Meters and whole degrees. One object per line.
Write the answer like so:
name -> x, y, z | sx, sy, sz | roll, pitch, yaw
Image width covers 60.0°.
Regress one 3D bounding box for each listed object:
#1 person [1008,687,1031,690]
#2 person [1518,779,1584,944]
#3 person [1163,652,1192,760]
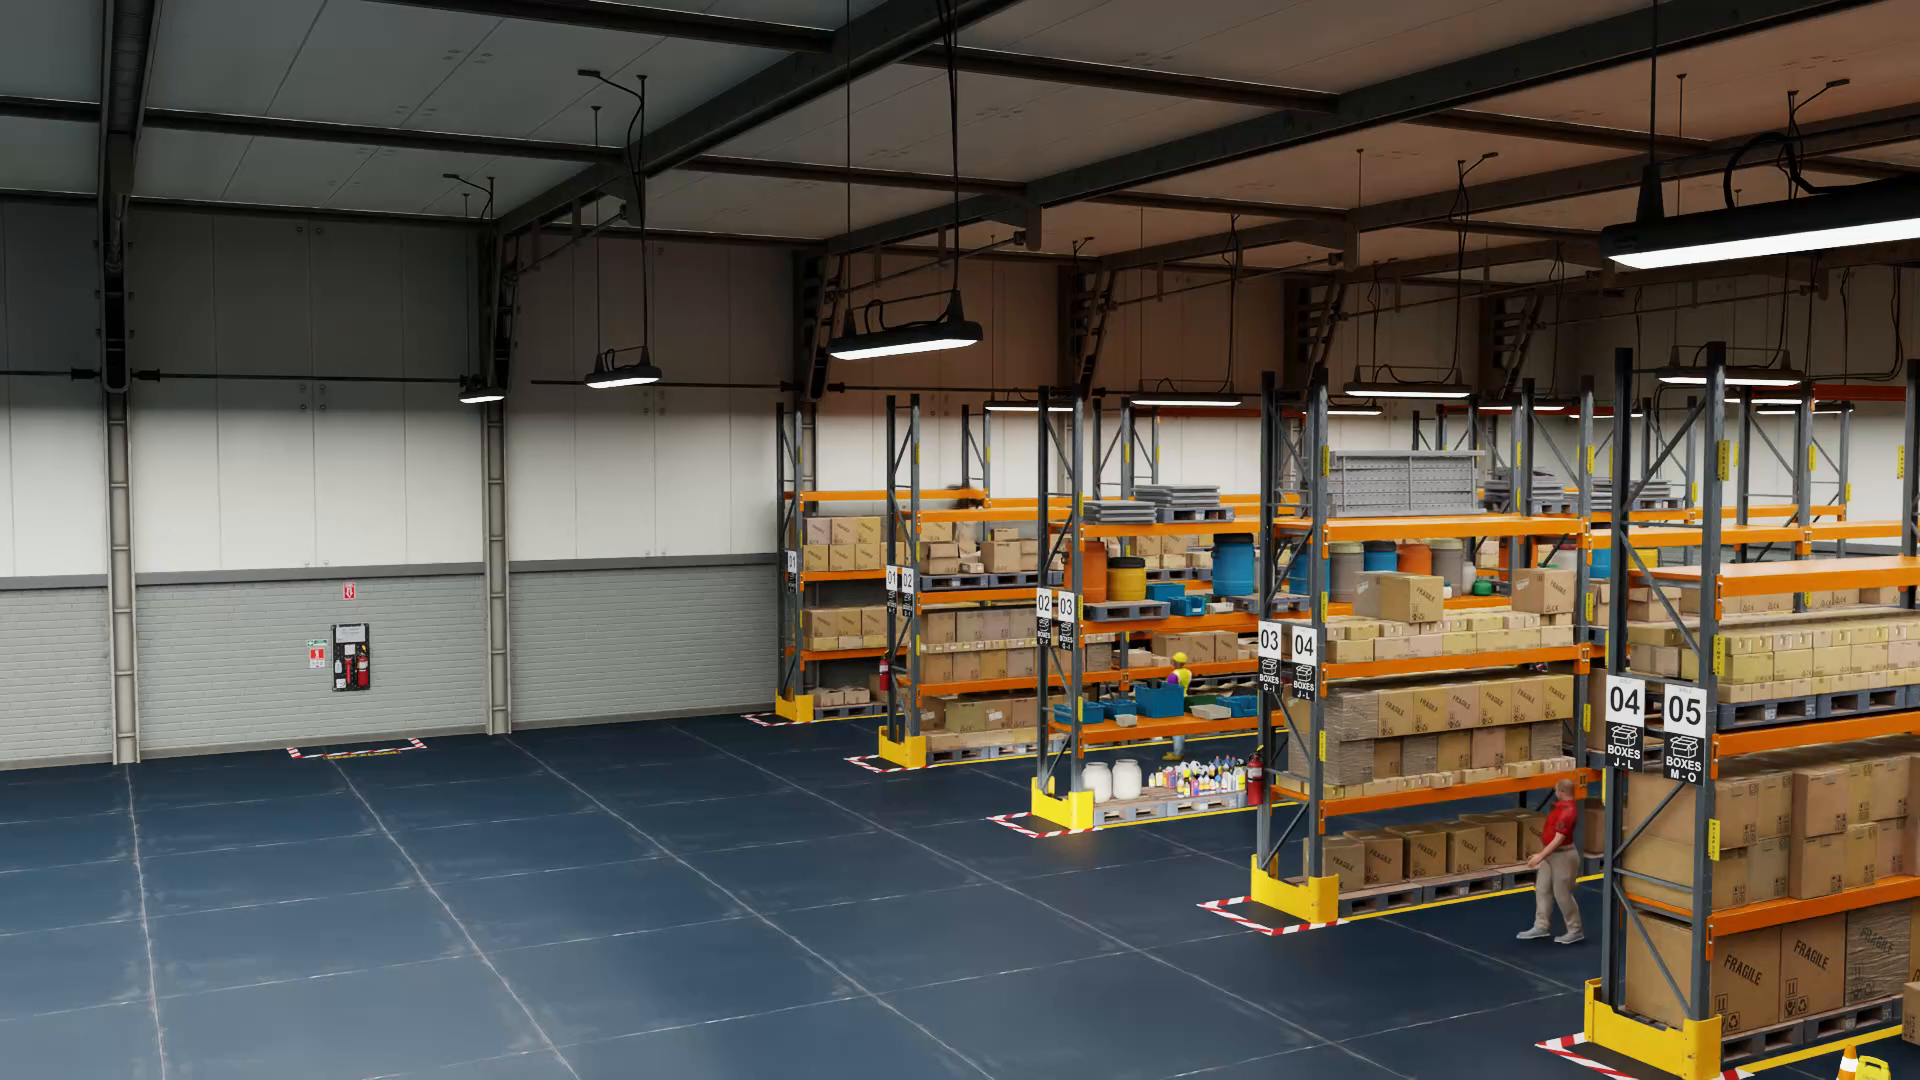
person -> 1.085, 2.655, 30.326 | 0.530, 1.644, 0.505 | 2, 4, 32
person -> 6.186, 3.339, 17.319 | 0.616, 1.734, 0.566 | 0, 3, -1
person -> 3.587, 2.722, 27.420 | 0.426, 1.768, 0.622 | 1, 3, 21
